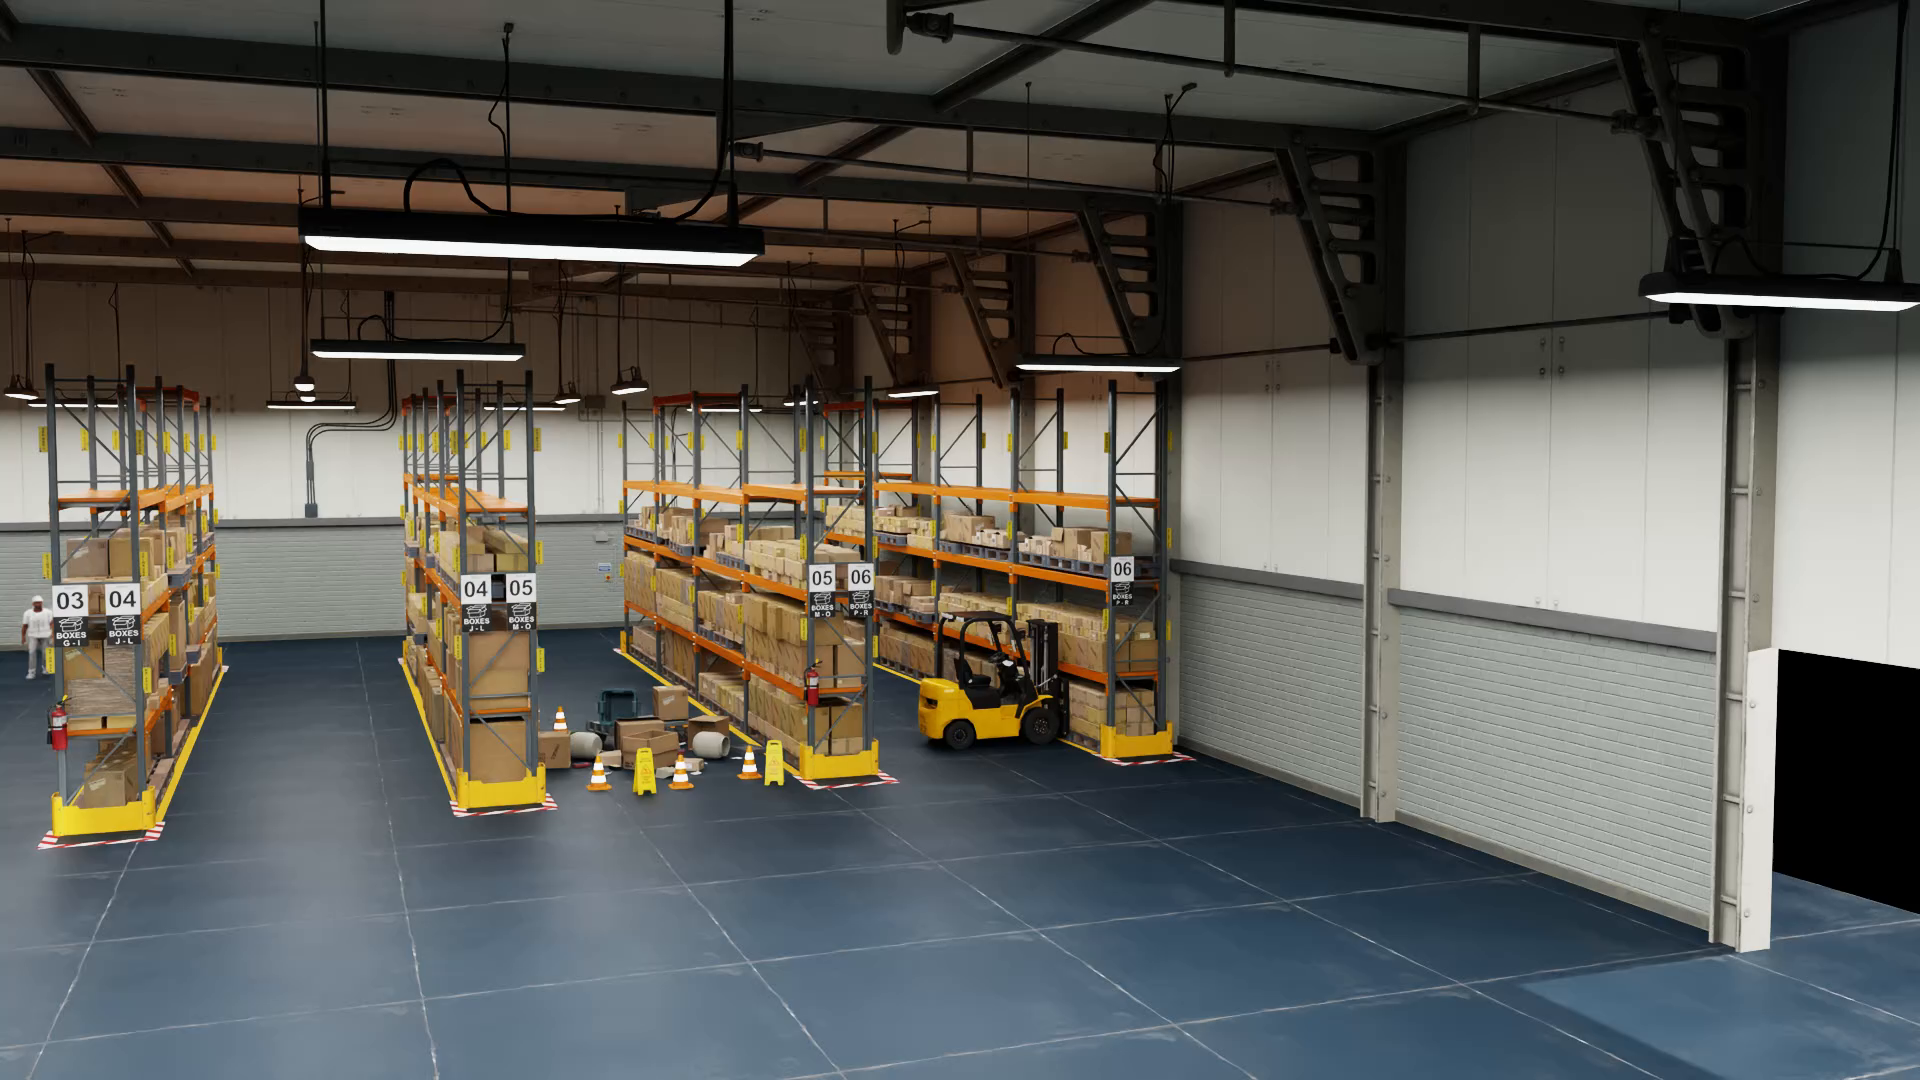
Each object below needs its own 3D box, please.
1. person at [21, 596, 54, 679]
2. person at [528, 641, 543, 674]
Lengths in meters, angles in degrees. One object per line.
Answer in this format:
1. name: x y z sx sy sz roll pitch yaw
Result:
1. person: -19.615 2.047 35.369 0.667 1.714 0.989 -1 4 -22
2. person: -9.323 2.099 35.949 0.501 1.739 0.554 1 4 23
